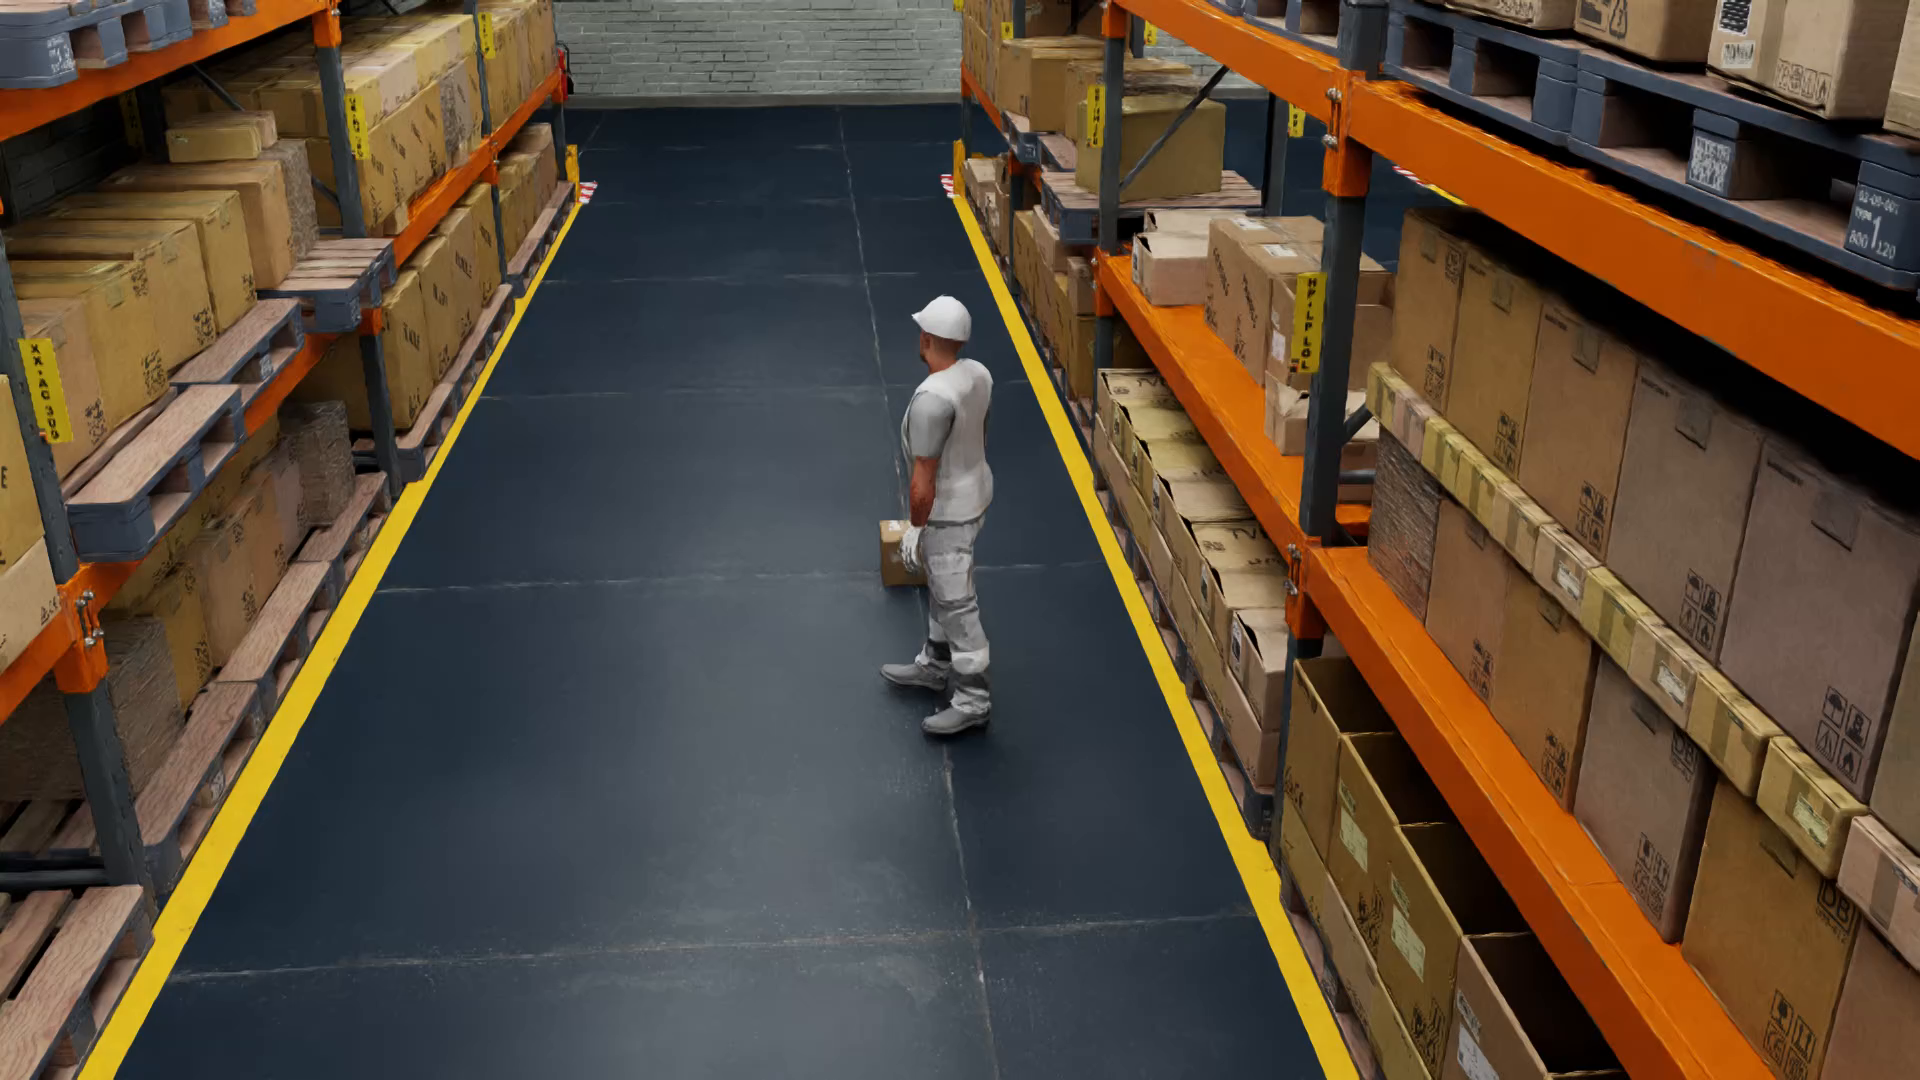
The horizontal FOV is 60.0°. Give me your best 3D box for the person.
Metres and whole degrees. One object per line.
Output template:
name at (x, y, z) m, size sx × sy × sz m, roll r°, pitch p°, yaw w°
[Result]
person at (-0.103, -0.129, 6.800) m, size 0.569 × 1.786 × 0.663 m, roll 8°, pitch 25°, yaw 17°
